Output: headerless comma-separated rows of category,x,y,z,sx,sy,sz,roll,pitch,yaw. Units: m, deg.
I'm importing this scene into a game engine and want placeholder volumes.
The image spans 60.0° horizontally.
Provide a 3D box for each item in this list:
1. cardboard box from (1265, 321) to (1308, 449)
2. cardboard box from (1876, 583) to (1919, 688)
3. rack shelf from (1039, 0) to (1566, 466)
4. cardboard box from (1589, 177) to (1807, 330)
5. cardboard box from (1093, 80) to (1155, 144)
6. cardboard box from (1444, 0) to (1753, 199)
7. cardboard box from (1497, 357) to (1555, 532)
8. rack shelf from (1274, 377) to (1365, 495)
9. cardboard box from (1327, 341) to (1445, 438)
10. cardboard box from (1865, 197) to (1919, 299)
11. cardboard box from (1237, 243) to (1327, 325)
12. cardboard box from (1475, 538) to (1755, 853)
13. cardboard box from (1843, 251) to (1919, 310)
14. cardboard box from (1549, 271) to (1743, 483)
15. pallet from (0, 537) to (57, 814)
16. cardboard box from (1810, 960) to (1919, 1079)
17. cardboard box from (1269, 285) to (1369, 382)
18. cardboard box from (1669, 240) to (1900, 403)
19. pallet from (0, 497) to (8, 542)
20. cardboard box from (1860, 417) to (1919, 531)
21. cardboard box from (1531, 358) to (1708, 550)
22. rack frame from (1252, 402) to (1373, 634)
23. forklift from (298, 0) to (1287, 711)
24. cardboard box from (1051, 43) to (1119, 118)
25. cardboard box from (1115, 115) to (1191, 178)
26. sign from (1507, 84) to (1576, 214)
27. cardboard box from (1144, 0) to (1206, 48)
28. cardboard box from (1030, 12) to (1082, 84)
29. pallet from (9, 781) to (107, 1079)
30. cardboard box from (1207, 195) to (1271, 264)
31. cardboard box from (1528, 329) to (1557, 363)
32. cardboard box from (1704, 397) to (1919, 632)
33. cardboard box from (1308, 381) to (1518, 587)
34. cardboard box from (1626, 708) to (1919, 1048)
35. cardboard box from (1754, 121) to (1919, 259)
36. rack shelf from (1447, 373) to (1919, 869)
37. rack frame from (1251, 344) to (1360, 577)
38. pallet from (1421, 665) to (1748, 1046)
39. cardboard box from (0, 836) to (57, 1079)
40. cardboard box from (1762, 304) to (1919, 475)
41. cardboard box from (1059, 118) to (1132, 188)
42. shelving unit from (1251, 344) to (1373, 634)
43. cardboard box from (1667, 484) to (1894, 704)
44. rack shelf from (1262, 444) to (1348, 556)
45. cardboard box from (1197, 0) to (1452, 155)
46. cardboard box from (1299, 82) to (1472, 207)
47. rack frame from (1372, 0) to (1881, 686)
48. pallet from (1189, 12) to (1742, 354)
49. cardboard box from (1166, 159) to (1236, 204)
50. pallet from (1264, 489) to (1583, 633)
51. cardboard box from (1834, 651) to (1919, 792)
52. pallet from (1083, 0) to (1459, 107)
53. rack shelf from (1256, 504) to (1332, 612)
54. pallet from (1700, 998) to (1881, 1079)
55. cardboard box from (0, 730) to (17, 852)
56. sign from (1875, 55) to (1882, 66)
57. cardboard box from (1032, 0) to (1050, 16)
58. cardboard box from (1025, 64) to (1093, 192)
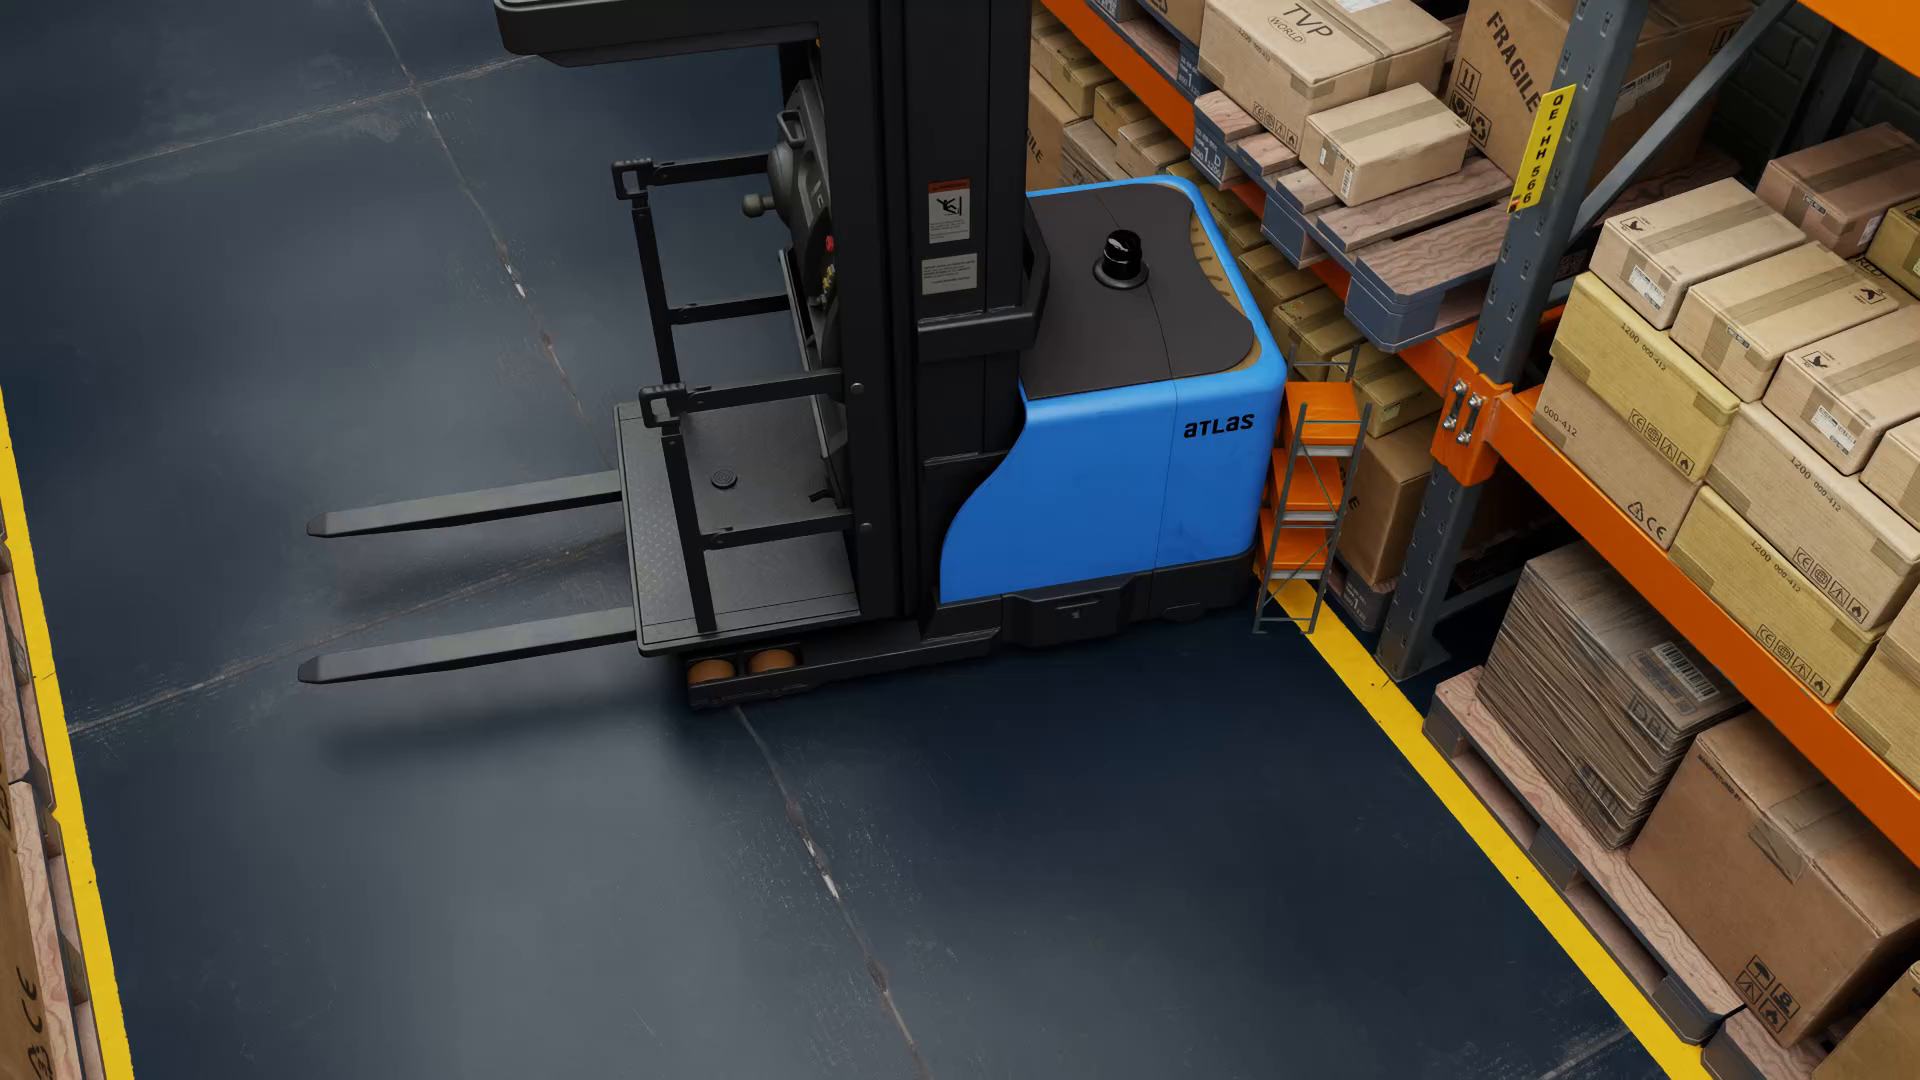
cardboard box,1.212,-0.597,5.661,0.500,0.500,0.500,-22,52,-18
cardboard box,2.253,0.224,3.329,0.500,0.250,0.500,-22,53,-18
rack shelf,0.901,-1.836,5.841,1.077,0.370,4.000,-21,52,-18
cardboard box,1.700,-0.666,3.842,0.380,0.149,0.250,-20,52,-16
cardboard box,0.716,-1.585,6.095,0.380,0.149,0.250,-21,52,-17
cardboard box,1.720,-1.304,4.552,0.500,0.500,0.500,-19,51,-16
cardboard box,1.873,-0.428,5.513,0.500,0.500,0.500,-19,52,-16
rack shelf,1.065,-0.311,4.961,0.215,0.259,0.240,1,49,0
cardboard box,1.365,-0.506,5.151,0.380,0.149,0.250,-24,53,-19
cardboard box,2.364,-0.696,3.868,0.380,0.149,0.250,-20,52,-17
cardboard box,1.131,-0.870,5.469,0.380,0.149,0.250,-23,53,-19
cardboard box,2.089,0.332,4.766,0.875,0.625,0.625,-20,52,-16
cardboard box,2.269,-0.644,4.088,0.500,0.250,0.500,-20,52,-17
cardboard box,1.780,-0.460,3.927,0.500,0.250,0.500,-21,52,-18
pallet,-3.444,0.527,5.149,1.003,0.211,1.213,-21,52,-18
cardboard box,2.704,1.217,3.992,0.875,0.625,0.625,-23,53,-19
cardboard box,1.212,-0.678,5.301,0.380,0.149,0.250,-24,53,-19
cardboard box,1.823,-0.488,3.686,0.380,0.149,0.250,-20,52,-17
pallet,-4.006,-0.291,5.864,1.003,0.211,1.213,-21,52,-18
cardboard box,2.095,-0.154,3.394,0.380,0.149,0.250,-21,52,-17
cardboard box,1.802,-0.304,4.122,0.500,0.250,0.500,-21,52,-17
rack frame,1.064,-0.039,5.087,0.200,1.050,0.008,1,49,0
forklift,-0.610,-0.868,4.562,3.031,2.935,1.130,-9,49,-8
cardboard box,0.567,-1.756,6.244,0.380,0.149,0.250,-19,52,-16
cardboard box,0.783,-1.403,5.935,0.380,0.149,0.250,-23,53,-19
sign,1.338,-0.896,3.824,0.100,0.325,0.005,-21,52,-18
cardboard box,0.905,-1.935,5.102,0.797,0.503,0.637,-22,52,-18
cardboard box,0.455,-1.923,6.390,0.380,0.149,0.250,-21,52,-18
pallet,-2.889,1.343,4.436,1.003,0.211,1.213,-21,52,-18
cardboard box,1.051,-1.062,5.637,0.380,0.149,0.250,-20,52,-16
cardboard box,1.855,-0.719,5.337,0.380,0.149,0.250,-19,51,-16
cardboard box,2.030,-0.133,3.641,0.500,0.250,0.500,-20,52,-16
cardboard box,1.432,-0.258,5.365,0.500,0.500,0.500,-20,52,-16
cardboard box,2.395,0.766,4.386,0.875,0.625,0.625,-20,52,-16
cardboard box,2.145,-0.833,3.988,0.380,0.149,0.250,-20,52,-16
rack shelf,2.731,0.841,3.499,1.077,0.370,4.000,-21,52,-18
rack frame,1.067,-0.223,5.247,0.200,1.050,0.008,1,49,0
pallet,2.158,0.748,4.955,1.003,0.211,1.213,-21,52,-18
cardboard box,-2.838,1.048,3.973,0.875,0.875,0.875,-22,52,-18
cardboard box,1.964,-0.324,3.544,0.380,0.149,0.250,-20,52,-17
cardboard box,0.716,-1.287,6.265,0.500,0.500,0.500,-23,53,-19
shelving unit,1.065,-0.131,5.167,0.215,1.050,0.252,1,49,0
cardboard box,2.028,0.035,3.826,0.500,0.250,0.500,-22,52,-18
rack shelf,1.065,-0.124,5.175,0.215,0.259,0.240,1,49,0
cardboard box,1.046,-1.418,4.818,0.500,0.250,0.500,-23,53,-19
cardboard box,1.174,-1.097,4.605,0.380,0.149,0.250,-20,52,-17
rack frame,1.816,-0.734,4.399,1.000,3.000,0.127,-21,52,-18
pallet,1.444,-1.100,4.847,1.213,0.211,1.003,-21,52,-18
cardboard box,0.936,-1.229,5.783,0.380,0.149,0.250,-22,52,-18
pallet,1.508,-0.329,5.897,1.003,0.211,1.213,-21,52,-18
cardboard box,2.270,0.377,3.527,0.500,0.250,0.500,-23,53,-19
pallet,0.922,-1.971,5.608,1.003,0.211,1.213,-21,52,-18
rack shelf,1.065,0.059,5.384,0.215,0.259,0.240,1,49,0
pallet,2.712,1.564,4.242,1.003,0.211,1.213,-21,52,-18
cardboard box,-3.242,0.450,4.496,0.875,0.875,0.875,-21,52,-17
sign,2.308,-1.309,4.133,0.100,0.325,0.005,-21,52,-18
cardboard box,0.374,-2.103,6.547,0.380,0.149,0.250,-22,52,-18
cardboard box,0.484,-1.637,6.570,0.500,0.500,0.500,-23,53,-19
